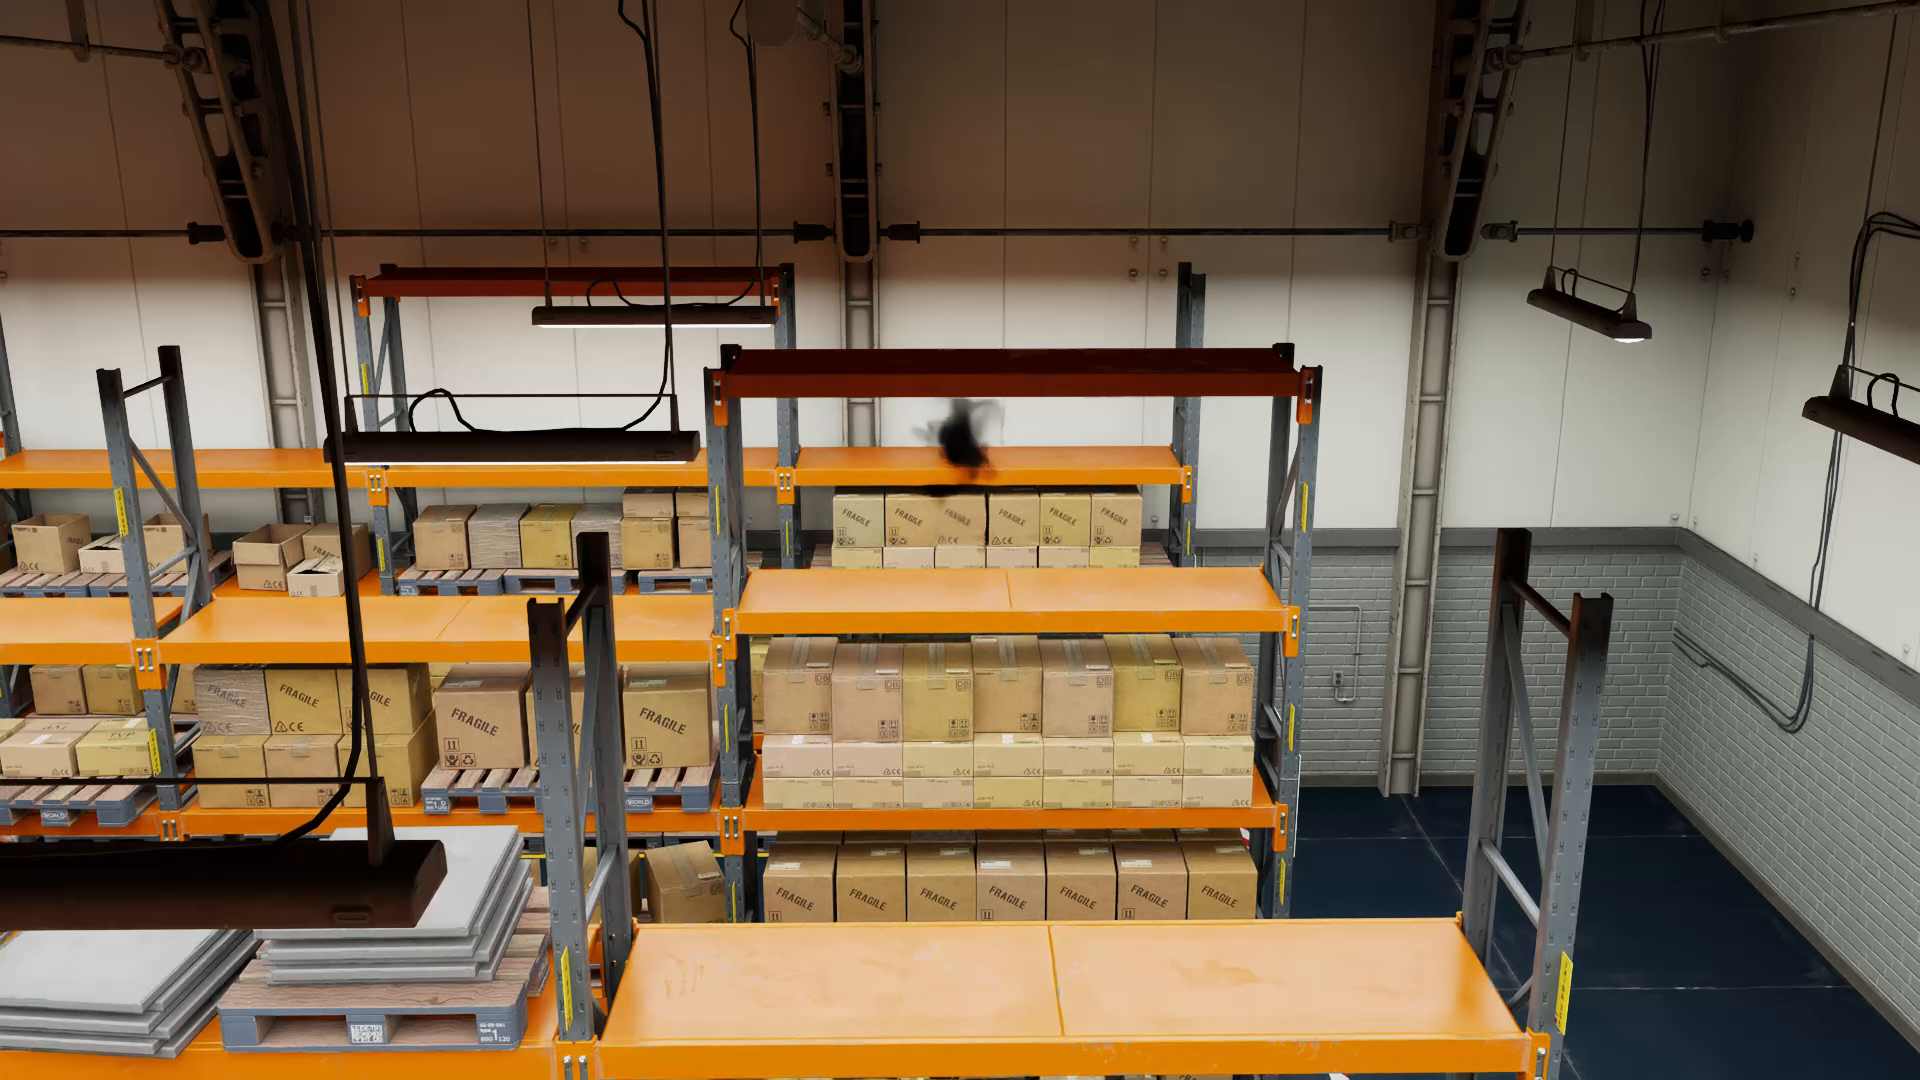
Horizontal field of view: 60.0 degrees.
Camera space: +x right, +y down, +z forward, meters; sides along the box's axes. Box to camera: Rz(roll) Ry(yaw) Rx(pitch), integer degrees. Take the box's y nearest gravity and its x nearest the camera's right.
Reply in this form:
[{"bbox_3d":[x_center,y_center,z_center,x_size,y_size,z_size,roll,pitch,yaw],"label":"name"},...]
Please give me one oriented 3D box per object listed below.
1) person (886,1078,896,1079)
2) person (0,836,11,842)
[{"bbox_3d":[-0.416,4.284,10.922,0.808,1.707,0.571,-3,16,-11],"label":"person"},{"bbox_3d":[-8.780,2.991,15.152,0.756,1.812,0.661,-1,16,-2],"label":"person"}]
